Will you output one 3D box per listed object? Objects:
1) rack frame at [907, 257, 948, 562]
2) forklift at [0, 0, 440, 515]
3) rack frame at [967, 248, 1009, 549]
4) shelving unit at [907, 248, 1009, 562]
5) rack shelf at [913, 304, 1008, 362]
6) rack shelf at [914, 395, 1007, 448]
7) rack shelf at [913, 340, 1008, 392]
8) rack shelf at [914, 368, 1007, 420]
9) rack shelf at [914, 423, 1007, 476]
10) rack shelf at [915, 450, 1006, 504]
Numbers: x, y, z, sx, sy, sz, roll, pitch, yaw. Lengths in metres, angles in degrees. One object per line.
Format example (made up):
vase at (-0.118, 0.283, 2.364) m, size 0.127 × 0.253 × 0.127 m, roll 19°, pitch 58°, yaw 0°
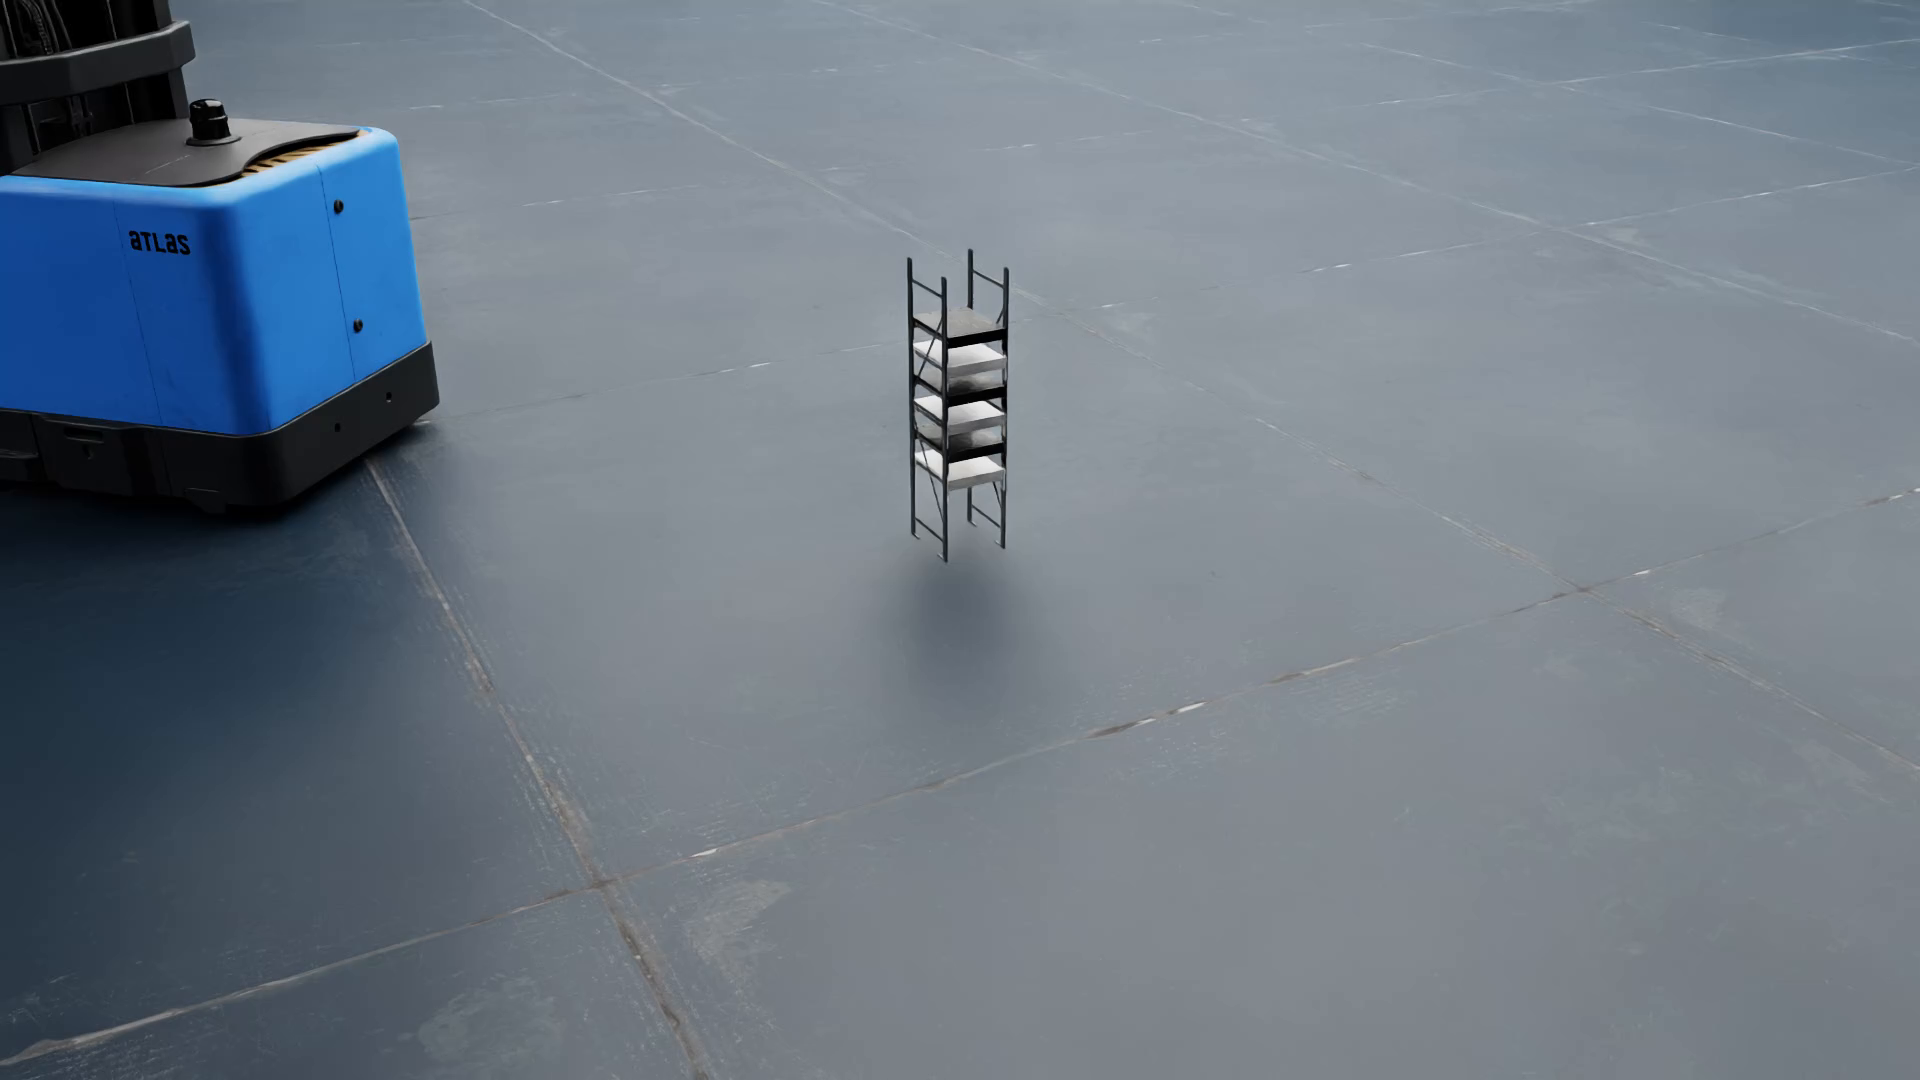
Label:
rack frame at (-0.097, -0.383, 5.009) m, size 0.006 × 0.900 × 0.240 m, roll -13°, pitch 29°, yaw -25°
forklift at (-3.494, -1.748, 5.504) m, size 3.031 × 2.935 × 1.130 m, roll 7°, pitch 27°, yaw 14°
rack frame at (0.083, -0.425, 5.095) m, size 0.006 × 0.900 × 0.240 m, roll -13°, pitch 29°, yaw -25°
shelving unit at (-0.007, -0.404, 5.052) m, size 0.210 × 0.900 × 0.258 m, roll -13°, pitch 29°, yaw -25°
rack shelf at (-0.007, -0.617, 4.949) m, size 0.200 × 0.077 × 0.258 m, roll -13°, pitch 29°, yaw -25°
rack shelf at (-0.007, -0.374, 5.066) m, size 0.200 × 0.077 × 0.258 m, roll -13°, pitch 29°, yaw -25°
rack shelf at (-0.007, -0.536, 4.988) m, size 0.200 × 0.077 × 0.258 m, roll -13°, pitch 29°, yaw -25°
rack shelf at (-0.007, -0.455, 5.027) m, size 0.200 × 0.077 × 0.258 m, roll -13°, pitch 29°, yaw -25°
rack shelf at (-0.007, -0.293, 5.105) m, size 0.200 × 0.077 × 0.258 m, roll -13°, pitch 29°, yaw -25°
rack shelf at (-0.007, -0.212, 5.144) m, size 0.200 × 0.077 × 0.258 m, roll -13°, pitch 29°, yaw -25°
